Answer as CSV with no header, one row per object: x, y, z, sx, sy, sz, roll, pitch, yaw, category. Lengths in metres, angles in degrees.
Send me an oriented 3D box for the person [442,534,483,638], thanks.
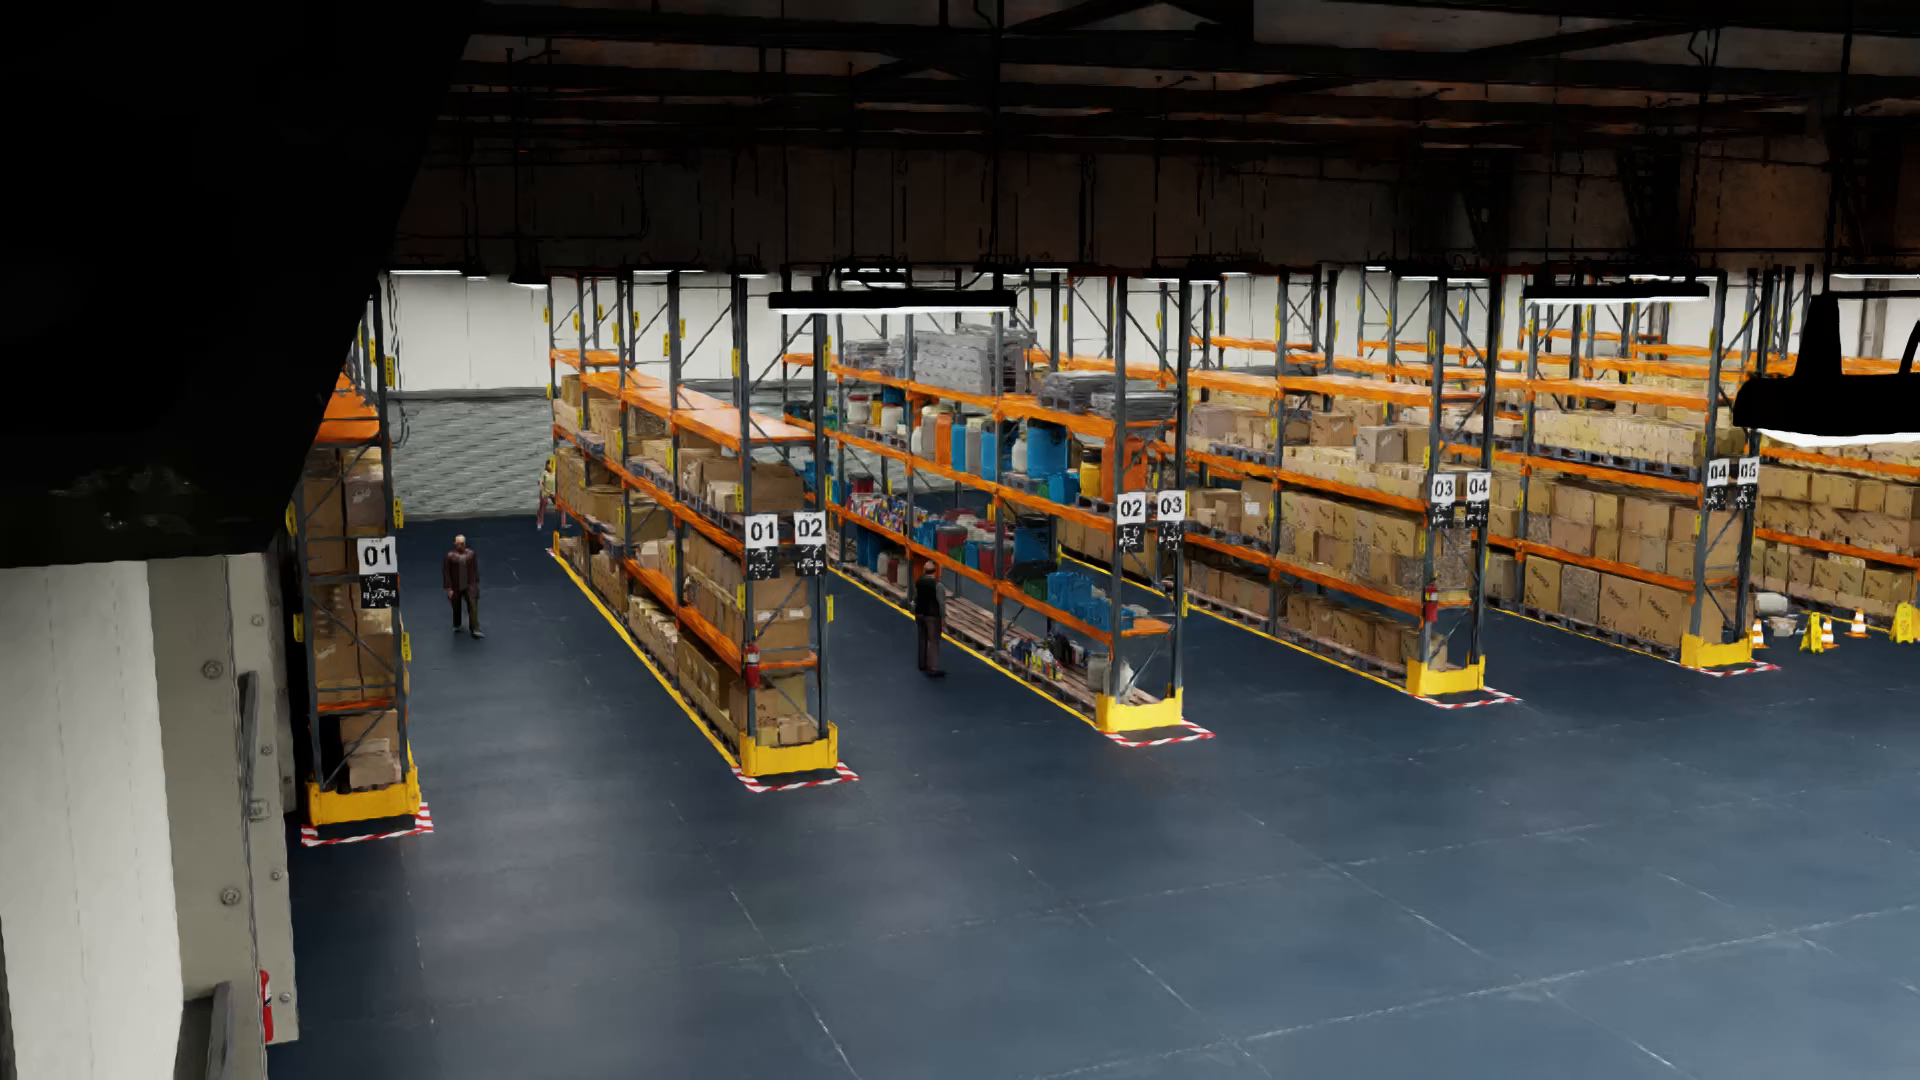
-8.191,0.741,27.364,0.601,1.696,1.164,-4,11,-23,person

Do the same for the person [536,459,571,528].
-9.384,-1.059,38.032,0.621,1.610,0.790,-9,13,-41,person

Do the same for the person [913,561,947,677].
-0.427,1.158,24.957,0.584,1.727,0.450,7,12,37,person
